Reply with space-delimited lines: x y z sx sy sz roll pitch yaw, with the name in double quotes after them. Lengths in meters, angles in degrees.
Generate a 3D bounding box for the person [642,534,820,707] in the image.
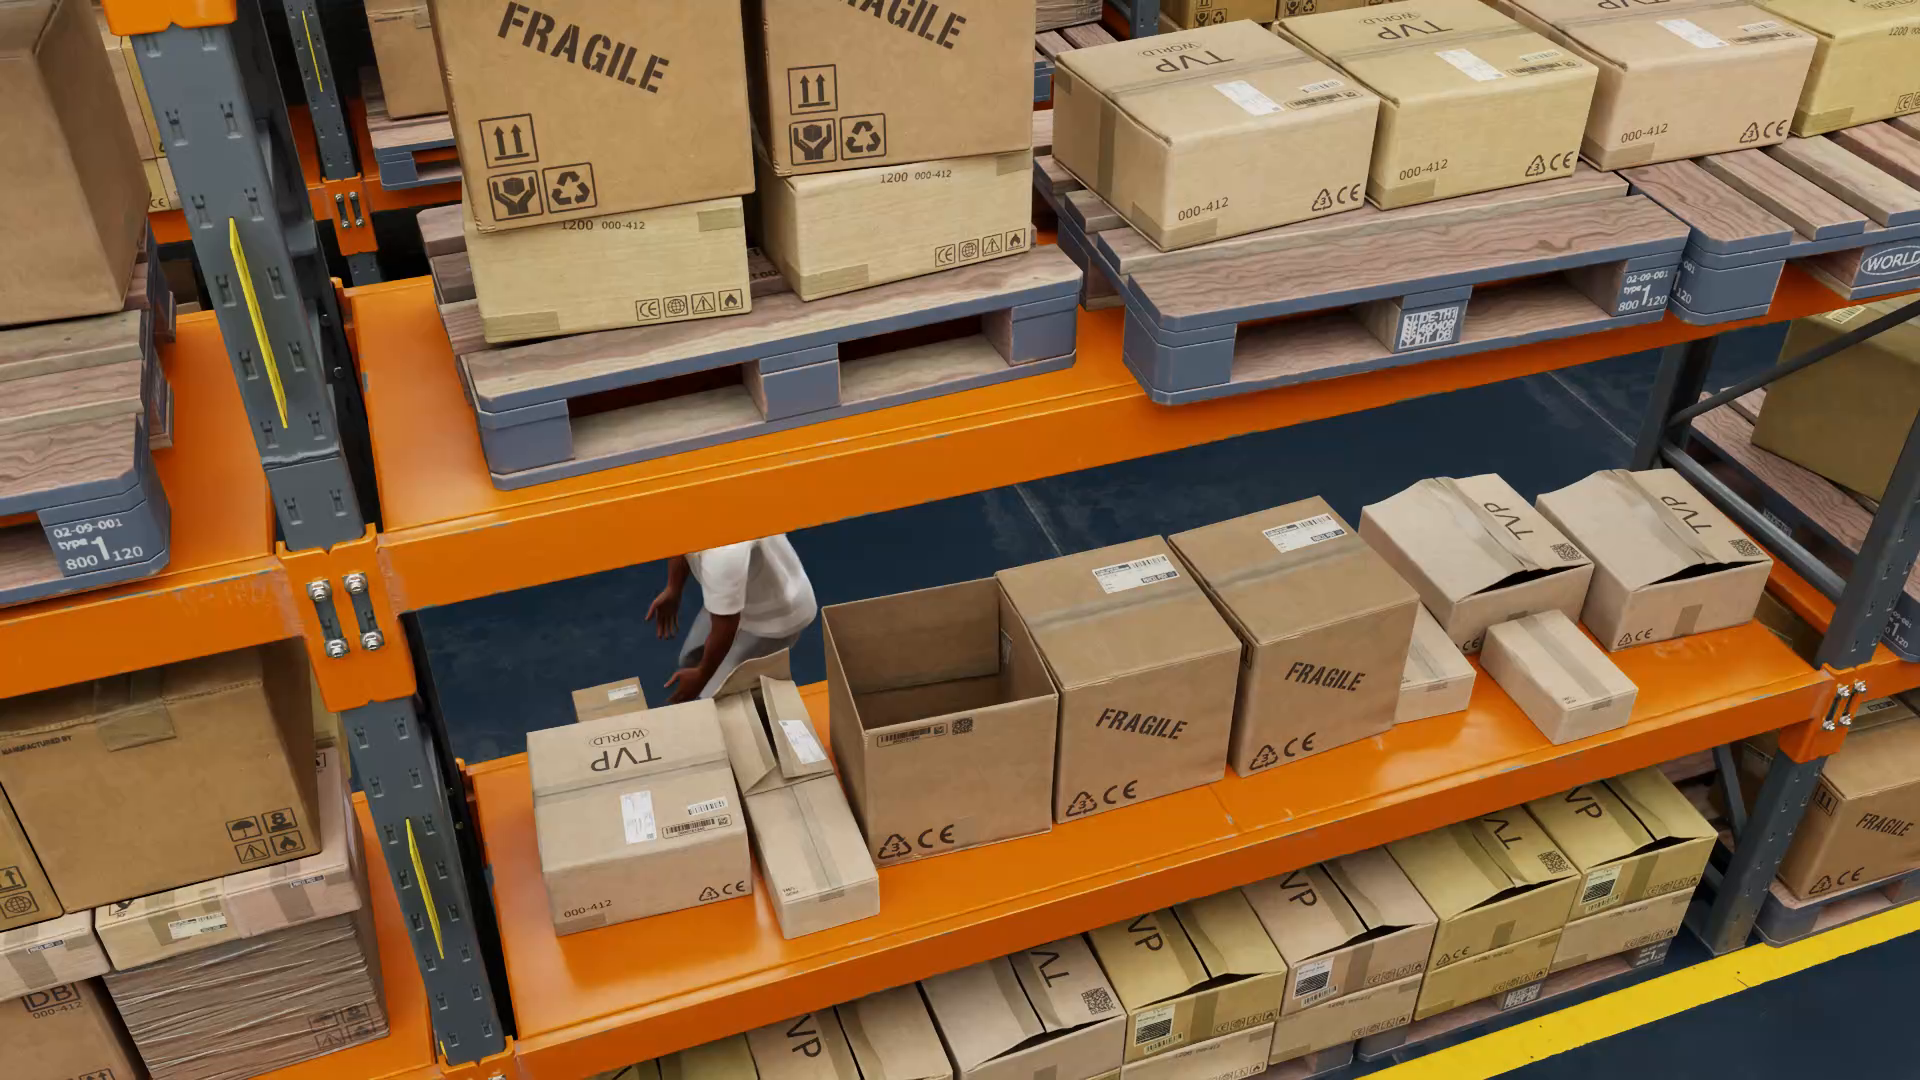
-0.849 0.294 5.953 0.687 1.517 0.627 -12 39 -15 "person"
